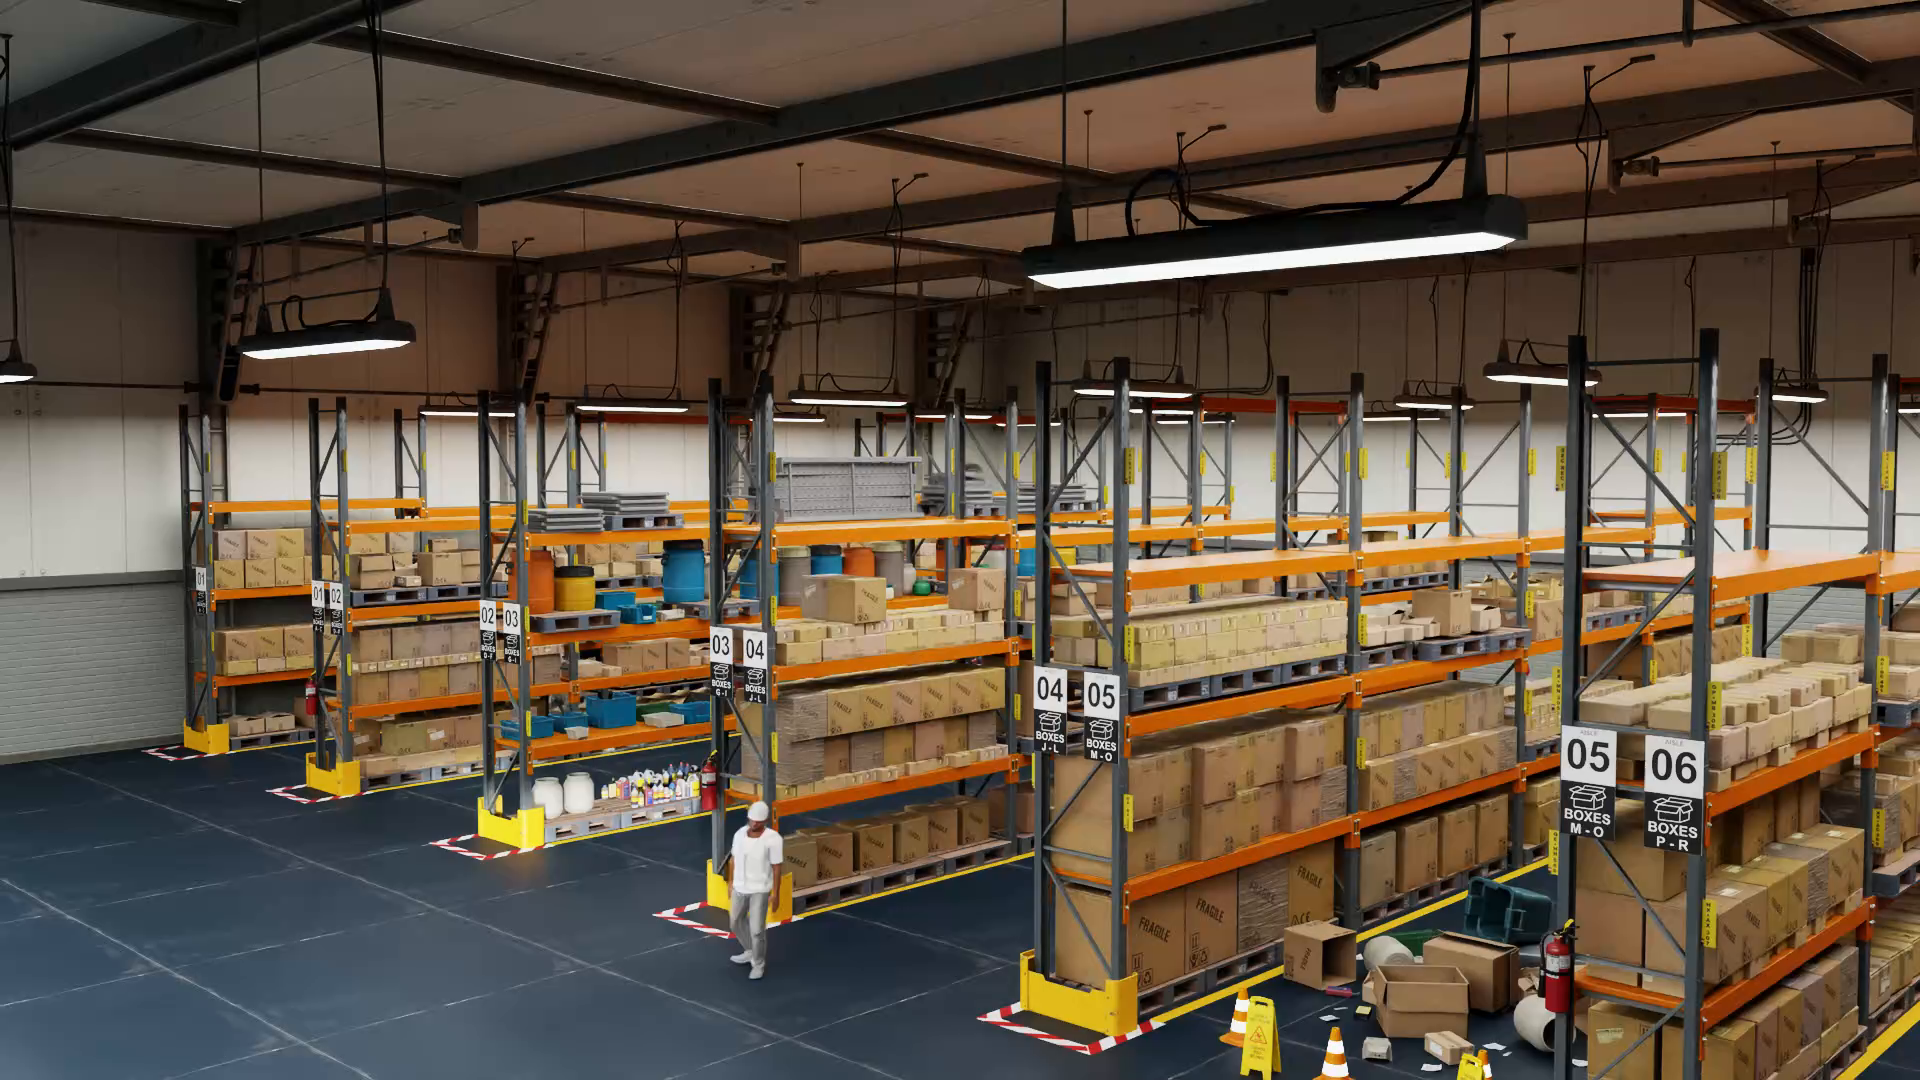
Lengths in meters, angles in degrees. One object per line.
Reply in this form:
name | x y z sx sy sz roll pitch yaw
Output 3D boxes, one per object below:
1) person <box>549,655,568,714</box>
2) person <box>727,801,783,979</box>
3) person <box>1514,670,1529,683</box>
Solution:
person | -7.603 2.706 30.929 0.681 1.737 0.809 0 3 -4
person | -2.031 3.422 16.421 0.676 1.749 0.489 1 3 25
person | 9.280 2.901 27.404 0.551 1.684 0.763 -1 3 -24
